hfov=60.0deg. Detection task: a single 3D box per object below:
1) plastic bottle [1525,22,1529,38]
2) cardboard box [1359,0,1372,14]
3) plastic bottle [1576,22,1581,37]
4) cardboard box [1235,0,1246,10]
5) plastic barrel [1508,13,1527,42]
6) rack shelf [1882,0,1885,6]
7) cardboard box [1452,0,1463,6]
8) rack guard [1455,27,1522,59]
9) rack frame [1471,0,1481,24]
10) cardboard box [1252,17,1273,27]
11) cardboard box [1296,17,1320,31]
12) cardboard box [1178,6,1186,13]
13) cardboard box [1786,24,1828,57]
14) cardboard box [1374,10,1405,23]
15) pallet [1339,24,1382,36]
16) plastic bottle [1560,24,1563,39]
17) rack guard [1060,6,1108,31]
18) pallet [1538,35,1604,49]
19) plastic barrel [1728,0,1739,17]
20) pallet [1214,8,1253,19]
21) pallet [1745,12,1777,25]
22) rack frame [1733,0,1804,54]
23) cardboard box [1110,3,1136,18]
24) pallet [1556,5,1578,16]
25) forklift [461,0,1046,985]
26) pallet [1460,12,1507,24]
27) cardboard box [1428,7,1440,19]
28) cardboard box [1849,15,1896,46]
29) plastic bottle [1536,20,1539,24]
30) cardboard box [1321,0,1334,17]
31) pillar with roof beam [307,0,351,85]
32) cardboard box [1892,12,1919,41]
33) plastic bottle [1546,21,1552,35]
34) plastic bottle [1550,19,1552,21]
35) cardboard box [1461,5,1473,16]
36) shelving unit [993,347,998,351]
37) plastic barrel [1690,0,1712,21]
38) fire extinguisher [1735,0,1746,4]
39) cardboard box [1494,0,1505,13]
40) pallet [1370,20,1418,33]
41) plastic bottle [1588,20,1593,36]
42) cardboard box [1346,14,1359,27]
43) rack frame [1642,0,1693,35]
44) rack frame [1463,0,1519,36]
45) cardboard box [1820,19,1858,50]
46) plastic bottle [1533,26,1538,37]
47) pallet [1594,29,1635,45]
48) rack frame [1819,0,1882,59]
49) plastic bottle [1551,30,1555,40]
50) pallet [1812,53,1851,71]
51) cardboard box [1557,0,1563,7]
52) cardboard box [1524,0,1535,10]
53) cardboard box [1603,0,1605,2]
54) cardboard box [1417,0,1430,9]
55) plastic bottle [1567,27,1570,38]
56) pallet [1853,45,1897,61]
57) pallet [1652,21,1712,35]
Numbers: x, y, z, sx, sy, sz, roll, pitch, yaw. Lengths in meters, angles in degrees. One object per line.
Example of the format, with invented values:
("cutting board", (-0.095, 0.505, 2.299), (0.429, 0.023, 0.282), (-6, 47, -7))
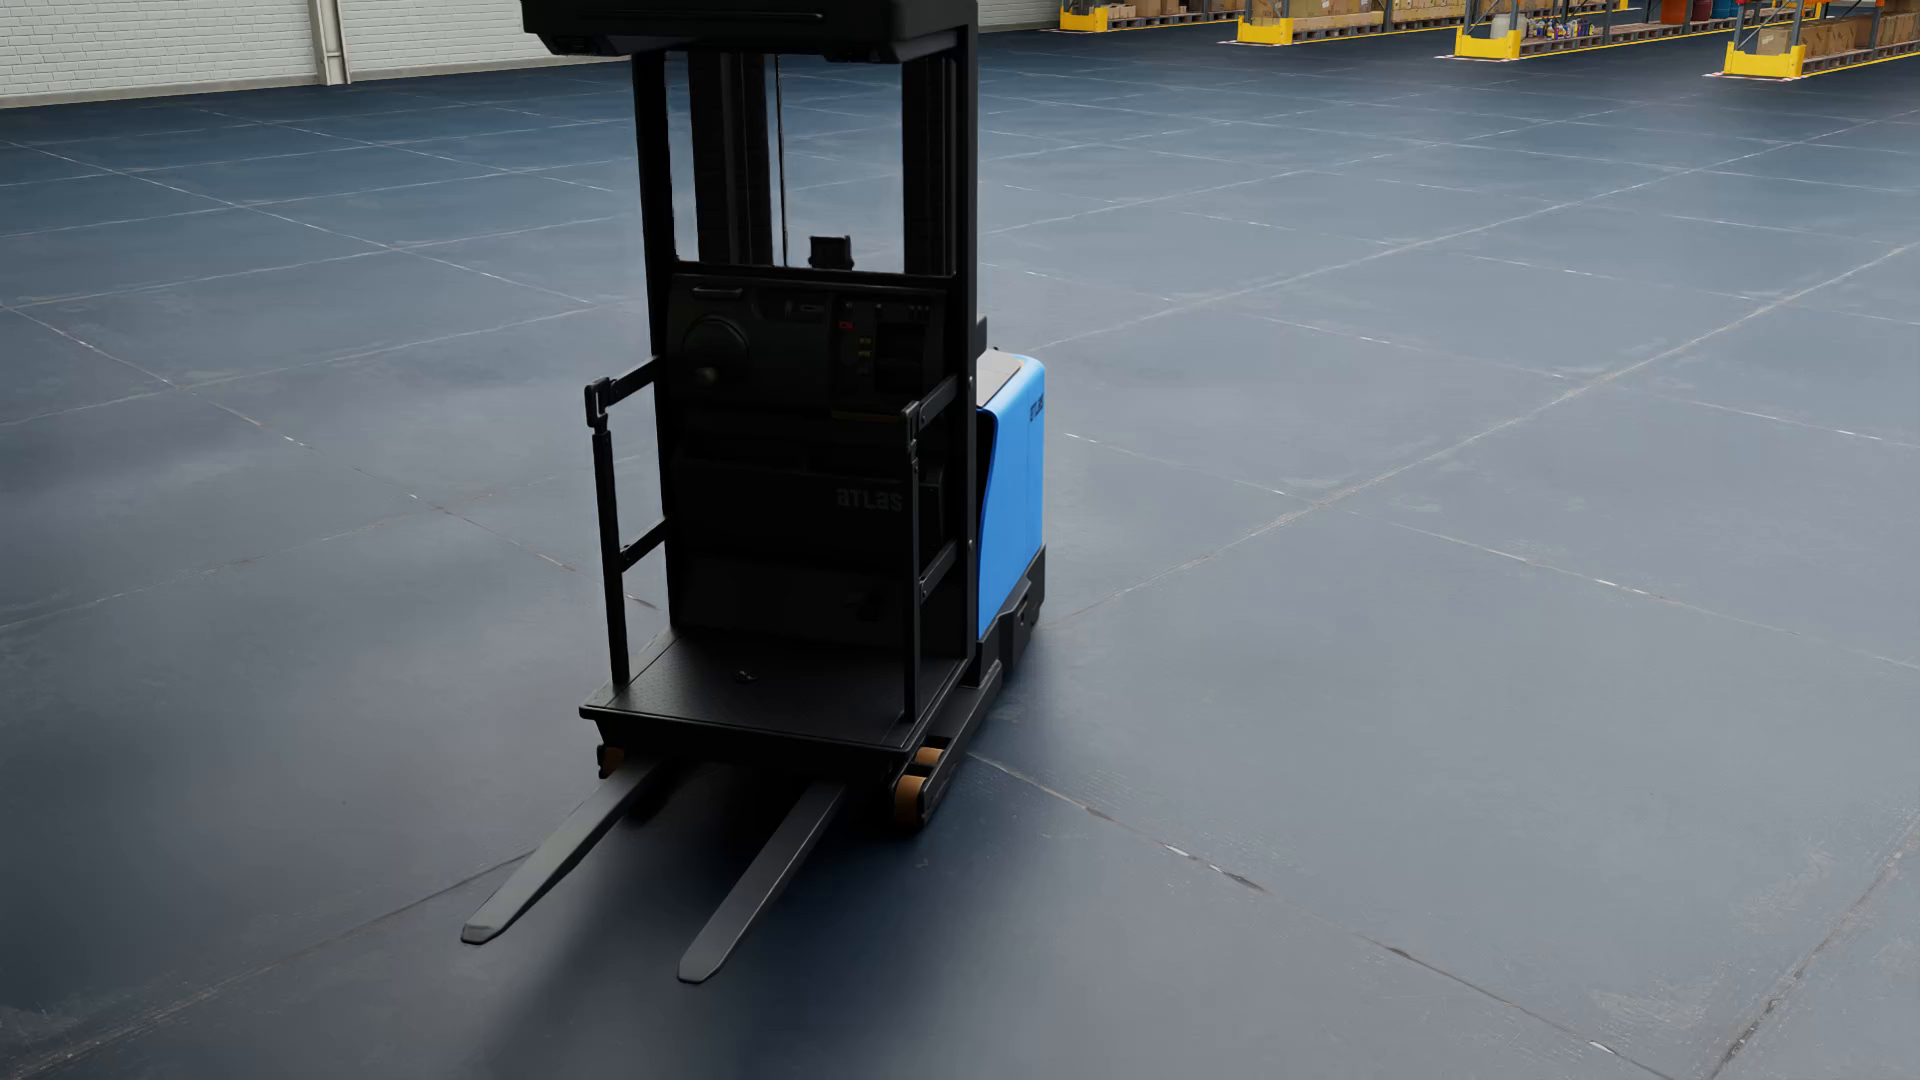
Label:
("plastic bottle", (11.068, -9.969, 32.502), (0.061, 0.283, 0.133), (19, 28, 41))
("cardboard box", (8.548, -11.650, 35.905), (0.500, 0.500, 0.500), (19, 28, 41))
("plastic bottle", (12.158, -10.044, 32.699), (0.133, 0.283, 0.061), (-18, 27, -39))
("cardboard box", (6.731, -13.424, 41.190), (0.700, 0.500, 0.500), (20, 28, 41))
("plastic barrel", (10.582, -9.770, 31.694), (0.421, 0.512, 0.421), (0, 21, 0))
("rack shelf", (17.563, -10.385, 31.415), (1.077, 0.370, 4.000), (19, 28, 41))
("cardboard box", (11.316, -12.558, 38.531), (0.500, 0.311, 0.500), (19, 28, 40))
("rack guard", (9.848, -9.282, 31.028), (1.175, 0.500, 0.348), (19, 28, 41))
("rack frame", (11.863, -13.715, 39.076), (1.000, 3.000, 0.127), (19, 28, 41))
("cardboard box", (6.444, -10.783, 34.695), (0.500, 0.250, 0.500), (19, 28, 41))
("cardboard box", (7.162, -10.783, 34.695), (0.500, 0.250, 0.500), (19, 28, 41))
("cardboard box", (5.169, -12.663, 39.676), (0.380, 0.166, 0.250), (15, 26, 34))
("cardboard box", (14.667, -8.682, 28.881), (0.500, 0.500, 0.500), (-17, 27, -37))
("cardboard box", (9.531, -11.641, 36.928), (0.500, 0.250, 0.500), (18, 28, 39))
("pallet", (8.488, -11.191, 36.397), (1.003, 0.211, 1.213), (19, 28, 41))
("plastic bottle", (11.625, -9.852, 32.214), (0.097, 0.271, 0.097), (0, 21, 0))
("rack guard", (2.783, -11.750, 37.449), (1.175, 0.500, 0.348), (19, 28, 41))
("pallet", (12.120, -9.982, 33.252), (1.003, 0.211, 1.213), (19, 28, 41))
("plastic barrel", (17.808, -12.584, 38.472), (0.600, 0.901, 0.708), (19, 28, 41))
("pallet", (6.914, -13.140, 41.466), (1.003, 0.211, 1.213), (19, 28, 41))
("pallet", (18.685, -12.400, 39.541), (1.003, 0.211, 1.213), (19, 28, 41))
("rack frame", (13.377, -9.178, 27.273), (1.000, 3.000, 0.127), (19, 28, 41))
("cardboard box", (3.675, -12.150, 38.138), (0.500, 0.311, 0.500), (-17, 27, -38))
("pallet", (15.133, -13.618, 42.711), (1.003, 0.211, 1.213), (19, 28, 41))
("forklift", (-0.551, -0.620, 5.103), (1.130, 2.935, 3.031), (6, 22, 15))
("pallet", (12.411, -12.596, 40.051), (1.003, 0.211, 1.213), (19, 28, 41))
("cardboard box", (10.604, -12.036, 37.956), (0.500, 0.250, 0.500), (-20, 28, -41))
("cardboard box", (16.957, -9.515, 31.021), (0.700, 0.500, 0.500), (19, 28, 40))
("plastic bottle", (11.482, -10.199, 33.103), (0.133, 0.283, 0.061), (-19, 28, -40))
("cardboard box", (7.502, -11.264, 34.902), (0.500, 0.500, 0.500), (19, 28, 41))
("pillar with roof beam", (-6.874, -10.390, 22.063), (9.100, 9.000, 0.400), (19, 28, 41))
("cardboard box", (18.127, -9.950, 32.152), (0.700, 0.500, 0.500), (16, 26, 36))
("plastic bottle", (11.744, -10.207, 33.139), (0.097, 0.271, 0.097), (0, 21, 0))
("plastic bottle", (11.876, -10.318, 33.421), (0.135, 0.276, 0.152), (-19, 28, -40))
("cardboard box", (11.670, -12.431, 38.984), (0.500, 0.250, 0.500), (-19, 28, -41))
("shelving unit", (0.006, -0.422, 7.419), (0.258, 0.900, 0.210), (19, 28, 41))
("plastic barrel", (16.526, -11.965, 37.299), (0.600, 0.588, 0.708), (19, 28, 41))
("fire extinguisher", (12.967, -9.228, 27.510), (0.296, 0.674, 0.183), (19, 28, 41))
("cardboard box", (12.746, -12.935, 39.918), (0.500, 0.500, 0.500), (18, 27, 39))
("pallet", (9.558, -11.584, 37.420), (1.003, 0.211, 1.213), (19, 28, 41))
("plastic bottle", (12.519, -10.177, 33.045), (0.133, 0.283, 0.061), (-18, 28, -39))
("cardboard box", (8.211, -11.167, 35.695), (0.500, 0.250, 0.500), (19, 28, 41))
("rack frame", (15.409, -12.474, 35.848), (1.000, 3.000, 0.127), (19, 28, 41))
("rack frame", (9.828, -10.418, 30.498), (1.000, 3.000, 0.127), (19, 28, 41))
("cardboard box", (15.860, -9.143, 30.080), (0.500, 0.500, 0.500), (18, 28, 39))
("plastic bottle", (11.317, -10.017, 32.743), (0.097, 0.201, 0.097), (0, 21, 0))
("pallet", (13.139, -10.356, 34.224), (1.003, 0.211, 1.213), (19, 28, 41))
("rack frame", (16.167, -10.206, 29.948), (1.000, 3.000, 0.127), (19, 28, 41))
("plastic bottle", (11.389, -9.732, 32.000), (0.097, 0.201, 0.097), (0, 21, 0))
("pallet", (14.873, -8.408, 29.156), (1.003, 0.211, 1.213), (19, 28, 41))
("cardboard box", (15.101, -13.747, 42.295), (0.500, 0.311, 0.500), (19, 28, 41))
("cardboard box", (13.813, -13.329, 40.944), (0.500, 0.500, 0.500), (20, 29, 41))
("cardboard box", (16.894, -14.371, 44.120), (0.380, 0.166, 0.250), (19, 28, 41))
("cardboard box", (10.252, -12.166, 37.511), (0.500, 0.311, 0.500), (18, 27, 39))
("plastic bottle", (11.838, -9.897, 32.431), (0.097, 0.201, 0.097), (0, 21, 0))
("pallet", (16.710, -9.105, 30.970), (1.003, 0.211, 1.213), (19, 28, 41))
("pallet", (15.929, -11.386, 36.903), (1.003, 0.211, 1.213), (19, 28, 41))
